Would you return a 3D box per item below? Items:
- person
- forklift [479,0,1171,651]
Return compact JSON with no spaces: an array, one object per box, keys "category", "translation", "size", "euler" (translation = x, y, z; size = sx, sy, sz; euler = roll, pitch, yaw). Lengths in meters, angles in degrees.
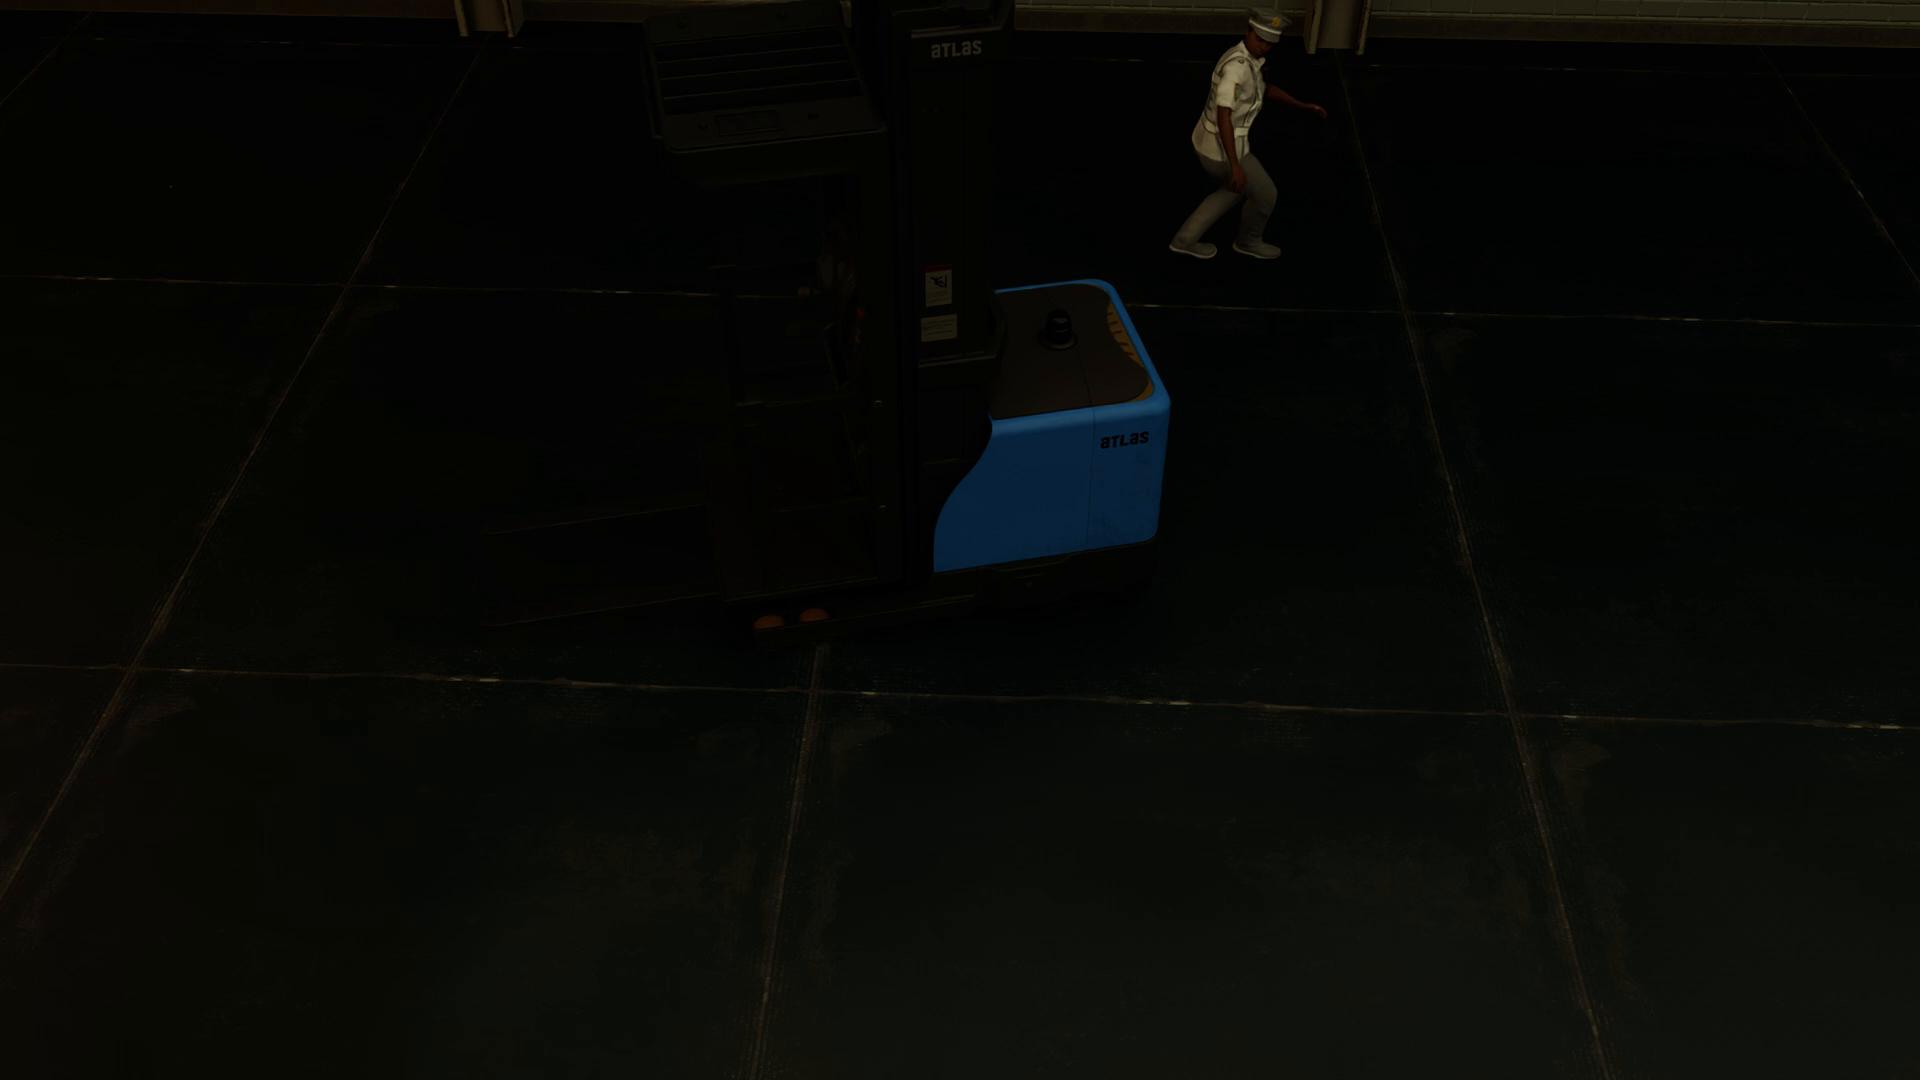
[{"category":"person","translation":[1.618,-2.137,9.126],"size":[0.805,1.555,0.785],"euler":[-1,42,-1]},{"category":"forklift","translation":[-0.666,-0.981,6.817],"size":[3.031,2.935,1.130],"euler":[-8,43,-9]}]
